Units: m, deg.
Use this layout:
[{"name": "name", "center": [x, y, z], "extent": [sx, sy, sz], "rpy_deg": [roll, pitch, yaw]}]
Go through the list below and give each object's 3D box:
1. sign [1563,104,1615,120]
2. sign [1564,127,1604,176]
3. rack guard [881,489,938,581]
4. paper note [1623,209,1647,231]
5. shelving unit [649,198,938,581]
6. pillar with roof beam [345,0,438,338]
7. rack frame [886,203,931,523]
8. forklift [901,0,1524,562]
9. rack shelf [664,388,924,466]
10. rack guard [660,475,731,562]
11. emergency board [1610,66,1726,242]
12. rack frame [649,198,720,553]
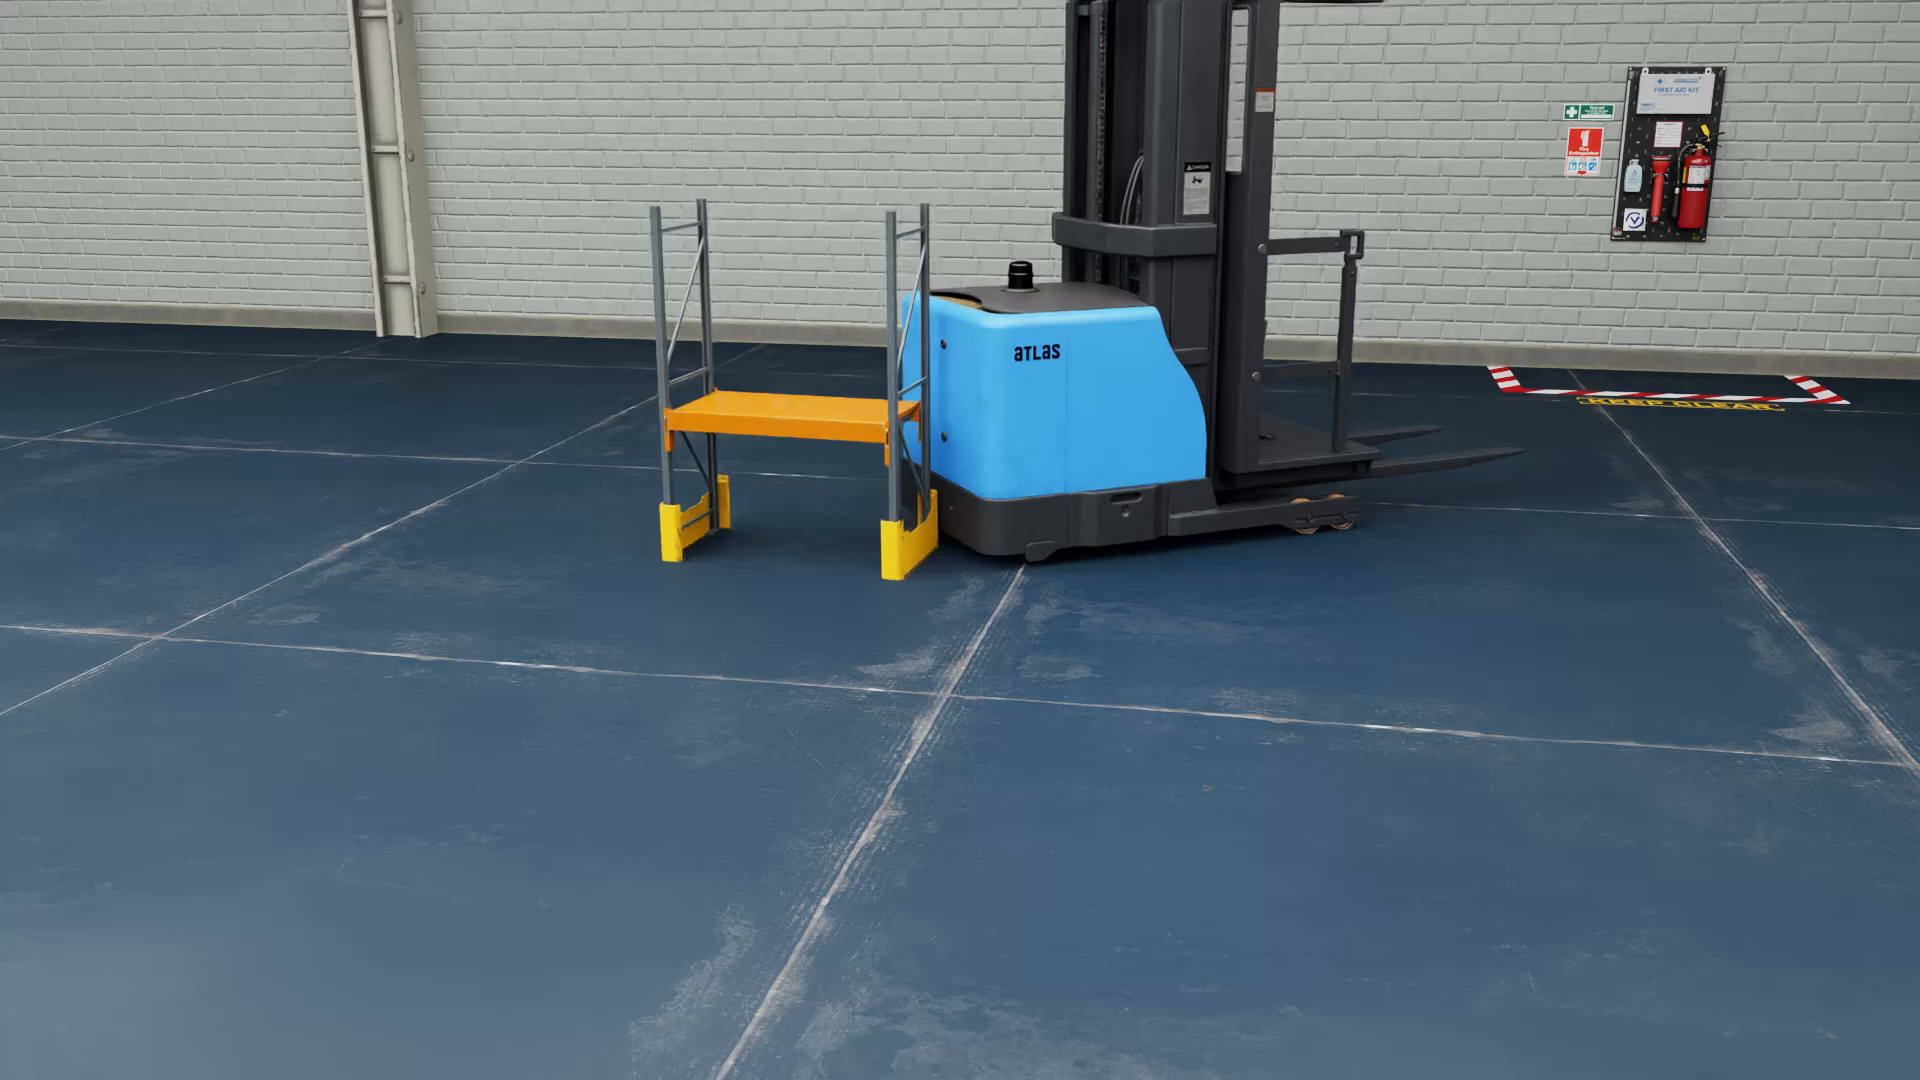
[{"name": "sign", "center": [4.336, -2.951, 11.467], "extent": [0.331, 0.109, 0.001], "rpy_deg": [3, 16, 11]}, {"name": "sign", "center": [4.333, -2.698, 11.547], "extent": [0.234, 0.329, 0.001], "rpy_deg": [3, 16, 11]}, {"name": "rack guard", "center": [-0.212, -0.029, 7.127], "extent": [0.087, 0.250, 0.587], "rpy_deg": [4, 16, 15]}, {"name": "paper note", "center": [4.695, -2.228, 11.565], "extent": [0.142, 0.148, 0.016], "rpy_deg": [3, 16, 11]}, {"name": "shelving unit", "center": [-0.691, -0.667, 7.091], "extent": [1.083, 1.500, 0.587], "rpy_deg": [4, 16, 15]}, {"name": "pillar with roof beam", "center": [-5.349, -4.886, 8.276], "extent": [0.400, 9.000, 9.100], "rpy_deg": [3, 16, 11]}, {"name": "rack frame", "center": [-0.211, -0.631, 6.960], "extent": [0.032, 1.500, 0.500], "rpy_deg": [4, 16, 15]}, {"name": "forklift", "center": [1.286, -1.558, 7.627], "extent": [3.031, 2.935, 1.130], "rpy_deg": [-7, 17, -23]}, {"name": "rack shelf", "center": [-0.699, -0.495, 7.142], "extent": [1.000, 0.185, 0.538], "rpy_deg": [4, 16, 15]}, {"name": "rack guard", "center": [-1.170, -0.101, 7.390], "extent": [0.087, 0.250, 0.587], "rpy_deg": [4, 16, 15]}, {"name": "emergency board", "center": [4.854, -2.625, 11.348], "extent": [0.643, 1.169, 0.194], "rpy_deg": [3, 16, 11]}, {"name": "rack frame", "center": [-1.188, -0.705, 7.228], "extent": [0.032, 1.500, 0.500], "rpy_deg": [4, 16, 15]}]
